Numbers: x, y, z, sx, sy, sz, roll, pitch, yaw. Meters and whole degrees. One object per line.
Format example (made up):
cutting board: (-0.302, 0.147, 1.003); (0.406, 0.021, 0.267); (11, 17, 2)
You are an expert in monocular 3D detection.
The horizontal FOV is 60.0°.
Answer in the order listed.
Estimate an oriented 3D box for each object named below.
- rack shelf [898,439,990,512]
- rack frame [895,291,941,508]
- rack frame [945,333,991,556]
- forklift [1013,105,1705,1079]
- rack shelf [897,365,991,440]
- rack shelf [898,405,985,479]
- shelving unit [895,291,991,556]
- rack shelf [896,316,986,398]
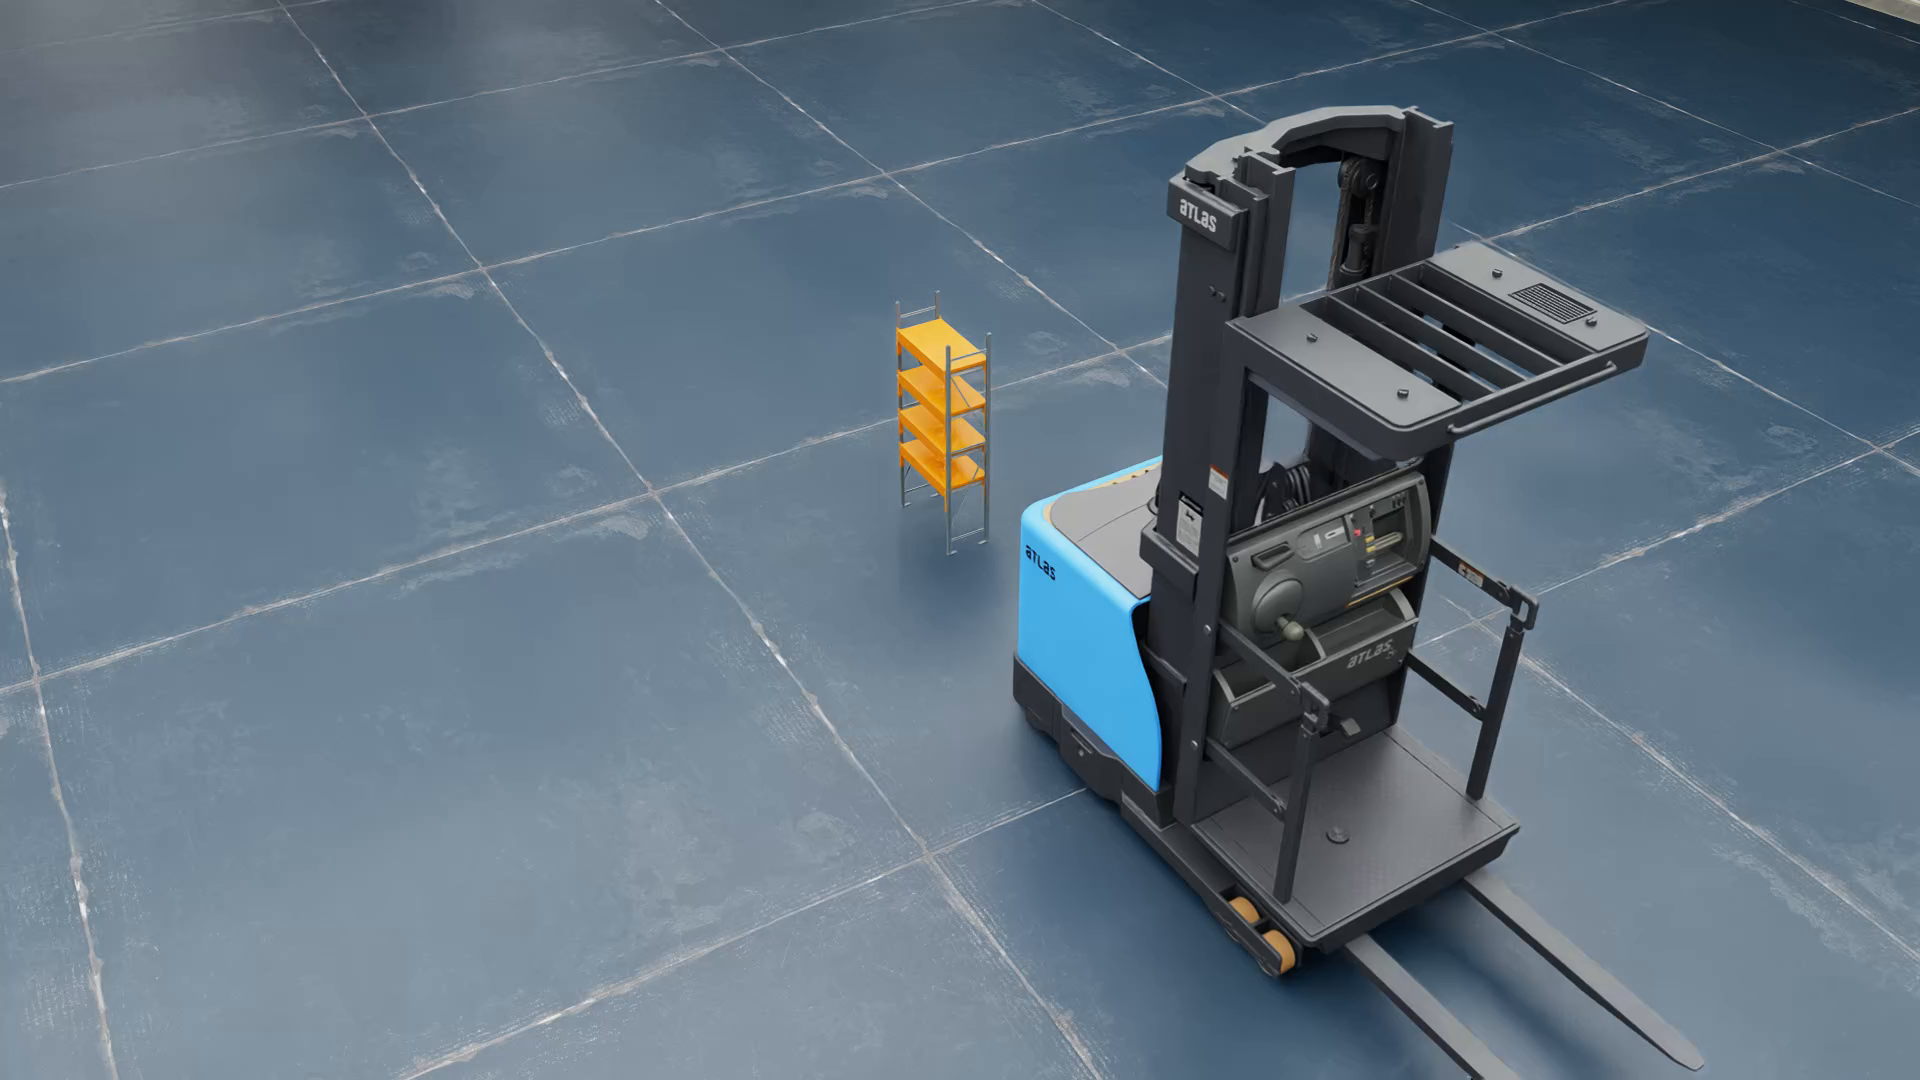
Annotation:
rack shelf: (-0.083, -0.354, 8.396); (0.258, 0.148, 0.480); (-19, 40, -24)
rack frame: (-0.206, -0.693, 8.409); (0.240, 1.200, 0.015); (-19, 40, -24)
rack frame: (0.039, -0.445, 8.069); (0.240, 1.200, 0.015); (-19, 40, -24)
forklift: (1.449, 0.129, 5.816); (1.130, 2.935, 3.031); (-21, 41, -26)
rack shelf: (-0.083, -0.695, 8.147); (0.258, 0.148, 0.480); (-19, 40, -24)
rack shelf: (-0.083, -0.515, 8.279); (0.258, 0.148, 0.480); (-19, 40, -24)
shelving unit: (-0.083, -0.569, 8.239); (0.258, 1.200, 0.503); (-19, 40, -24)
rack shelf: (-0.083, -0.886, 8.007); (0.258, 0.148, 0.480); (-19, 40, -24)
